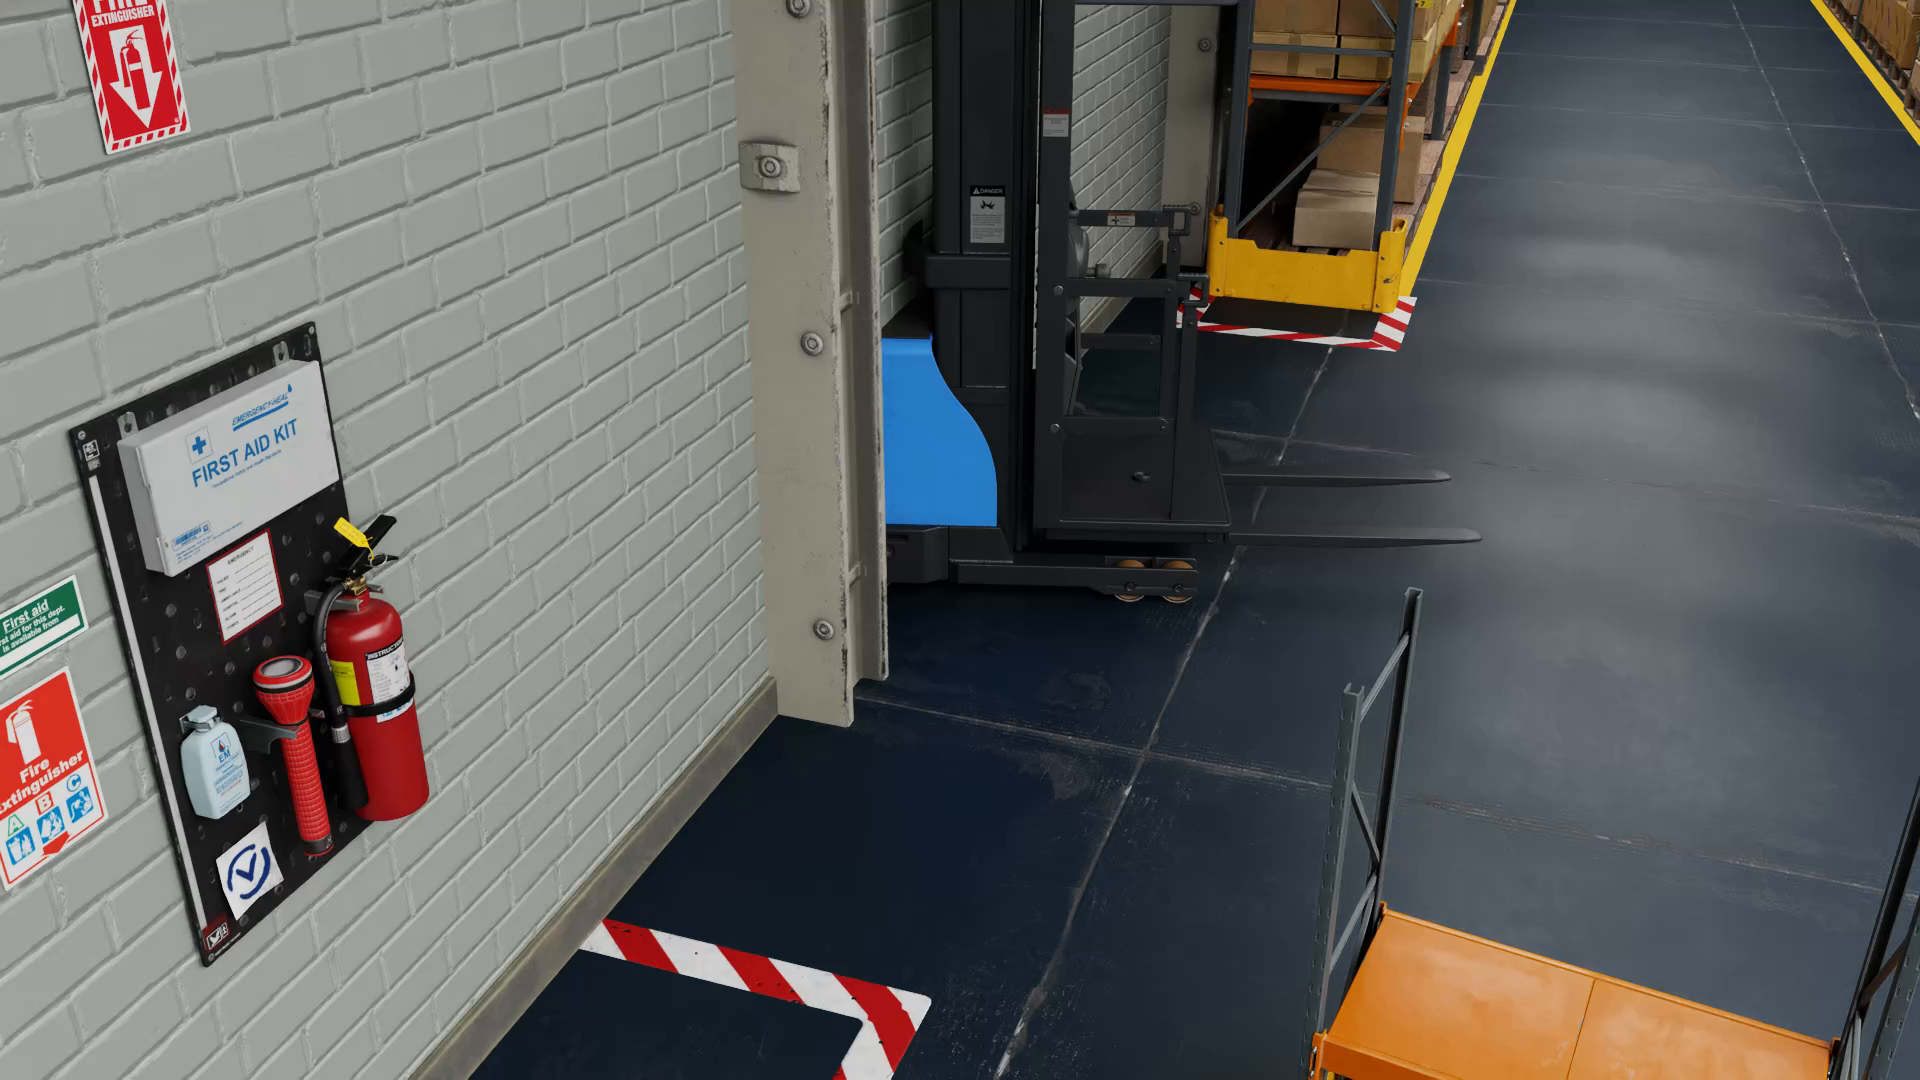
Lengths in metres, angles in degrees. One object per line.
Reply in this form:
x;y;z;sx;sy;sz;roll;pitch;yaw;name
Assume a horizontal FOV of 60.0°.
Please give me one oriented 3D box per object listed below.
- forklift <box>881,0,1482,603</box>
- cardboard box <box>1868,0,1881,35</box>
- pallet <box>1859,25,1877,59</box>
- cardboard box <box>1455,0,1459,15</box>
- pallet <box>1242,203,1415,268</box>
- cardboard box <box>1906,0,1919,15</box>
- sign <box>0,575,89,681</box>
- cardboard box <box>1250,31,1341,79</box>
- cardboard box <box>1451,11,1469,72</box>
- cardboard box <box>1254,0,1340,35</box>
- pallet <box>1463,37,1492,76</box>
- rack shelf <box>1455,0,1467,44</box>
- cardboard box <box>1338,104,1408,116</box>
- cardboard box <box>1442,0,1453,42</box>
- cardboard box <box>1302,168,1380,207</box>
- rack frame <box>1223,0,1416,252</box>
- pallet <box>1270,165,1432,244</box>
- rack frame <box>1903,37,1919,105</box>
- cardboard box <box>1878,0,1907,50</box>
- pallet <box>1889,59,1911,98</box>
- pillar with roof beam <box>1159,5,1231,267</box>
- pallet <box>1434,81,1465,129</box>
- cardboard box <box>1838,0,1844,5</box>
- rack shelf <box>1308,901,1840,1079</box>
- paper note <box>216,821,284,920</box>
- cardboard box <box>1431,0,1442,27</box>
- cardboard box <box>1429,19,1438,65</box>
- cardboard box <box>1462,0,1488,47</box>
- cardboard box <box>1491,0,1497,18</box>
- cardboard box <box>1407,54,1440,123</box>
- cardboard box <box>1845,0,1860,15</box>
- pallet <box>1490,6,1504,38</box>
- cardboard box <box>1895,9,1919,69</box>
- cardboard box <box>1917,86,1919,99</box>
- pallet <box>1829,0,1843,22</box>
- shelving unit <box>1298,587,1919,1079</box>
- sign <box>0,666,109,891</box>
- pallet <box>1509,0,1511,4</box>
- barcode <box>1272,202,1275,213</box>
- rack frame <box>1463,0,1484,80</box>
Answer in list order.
0.627;-1.304;6.579;3.031;2.935;1.130;1;26;3;forklift
10.212;-5.747;18.040;0.500;0.500;0.500;9;27;18;cardboard box
10.535;-5.463;18.291;1.003;0.211;1.213;9;27;17;pallet
3.390;-3.986;12.191;0.500;0.250;0.500;9;27;18;cardboard box
2.433;-1.948;11.032;1.003;0.211;1.213;9;27;17;pallet
9.544;-5.267;16.189;0.500;0.250;0.500;10;28;19;cardboard box
-1.605;0.176;2.795;0.001;0.109;0.331;9;27;17;sign
2.077;-3.005;10.164;0.500;0.250;0.500;9;27;18;cardboard box
4.576;-4.900;16.293;0.700;0.500;0.500;9;27;18;cardboard box
2.061;-3.347;10.009;0.500;0.500;0.500;8;27;17;cardboard box
5.100;-5.189;17.725;1.003;0.211;1.213;9;27;17;pallet
4.101;-4.985;14.930;1.077;0.370;4.000;9;27;17;rack shelf
3.128;-3.128;12.631;0.500;0.500;0.500;7;27;14;cardboard box
3.071;-3.571;11.332;0.500;0.250;0.500;9;27;18;cardboard box
2.609;-2.337;11.215;0.500;0.311;0.500;11;28;22;cardboard box
2.104;-2.843;9.681;1.000;3.000;0.127;9;27;17;rack frame
2.841;-2.448;12.064;1.003;0.211;1.213;9;27;17;pallet
9.439;-5.414;14.990;1.000;3.000;0.127;9;27;17;rack frame
9.870;-5.335;17.189;0.500;0.500;0.500;8;27;15;cardboard box
9.723;-4.460;16.220;1.003;0.211;1.213;9;27;17;pallet
5.581;-5.332;7.937;9.100;9.000;0.400;9;27;17;pillar with roof beam
4.097;-4.055;15.383;1.003;0.211;1.213;9;27;17;pallet
10.942;-6.629;20.080;0.500;0.311;0.500;9;27;17;cardboard box
1.317;1.142;3.583;1.000;0.185;0.538;13;29;25;rack shelf
-1.458;0.678;3.418;0.016;0.148;0.142;9;27;17;paper note
2.720;-3.477;10.277;0.500;0.500;0.500;9;27;18;cardboard box
2.725;-3.155;10.473;0.500;0.250;0.500;8;27;16;cardboard box
5.135;-5.636;17.432;0.750;0.750;0.750;8;27;17;cardboard box
5.711;-6.345;18.897;0.750;0.750;0.750;10;27;19;cardboard box
3.665;-3.865;14.154;0.700;0.500;0.500;10;27;19;cardboard box
10.692;-6.406;19.402;0.500;0.500;0.500;9;27;17;cardboard box
5.912;-6.192;19.796;1.003;0.211;1.213;9;27;17;pallet
9.529;-4.905;16.303;0.500;0.500;0.500;10;28;19;cardboard box
8.821;-3.986;14.714;0.500;0.250;0.500;8;27;16;cardboard box
11.404;-6.588;20.614;1.003;0.211;1.213;9;27;17;pallet
1.309;0.978;3.509;1.083;1.500;0.587;13;29;25;shelving unit
-1.615;0.415;2.909;0.001;0.329;0.234;9;27;17;sign
6.829;-7.324;22.134;1.003;0.211;1.213;9;27;17;pallet
2.048;-2.172;10.864;0.001;0.075;0.075;9;27;17;barcode
4.766;-6.131;16.471;1.000;3.000;0.127;9;27;17;rack frame
